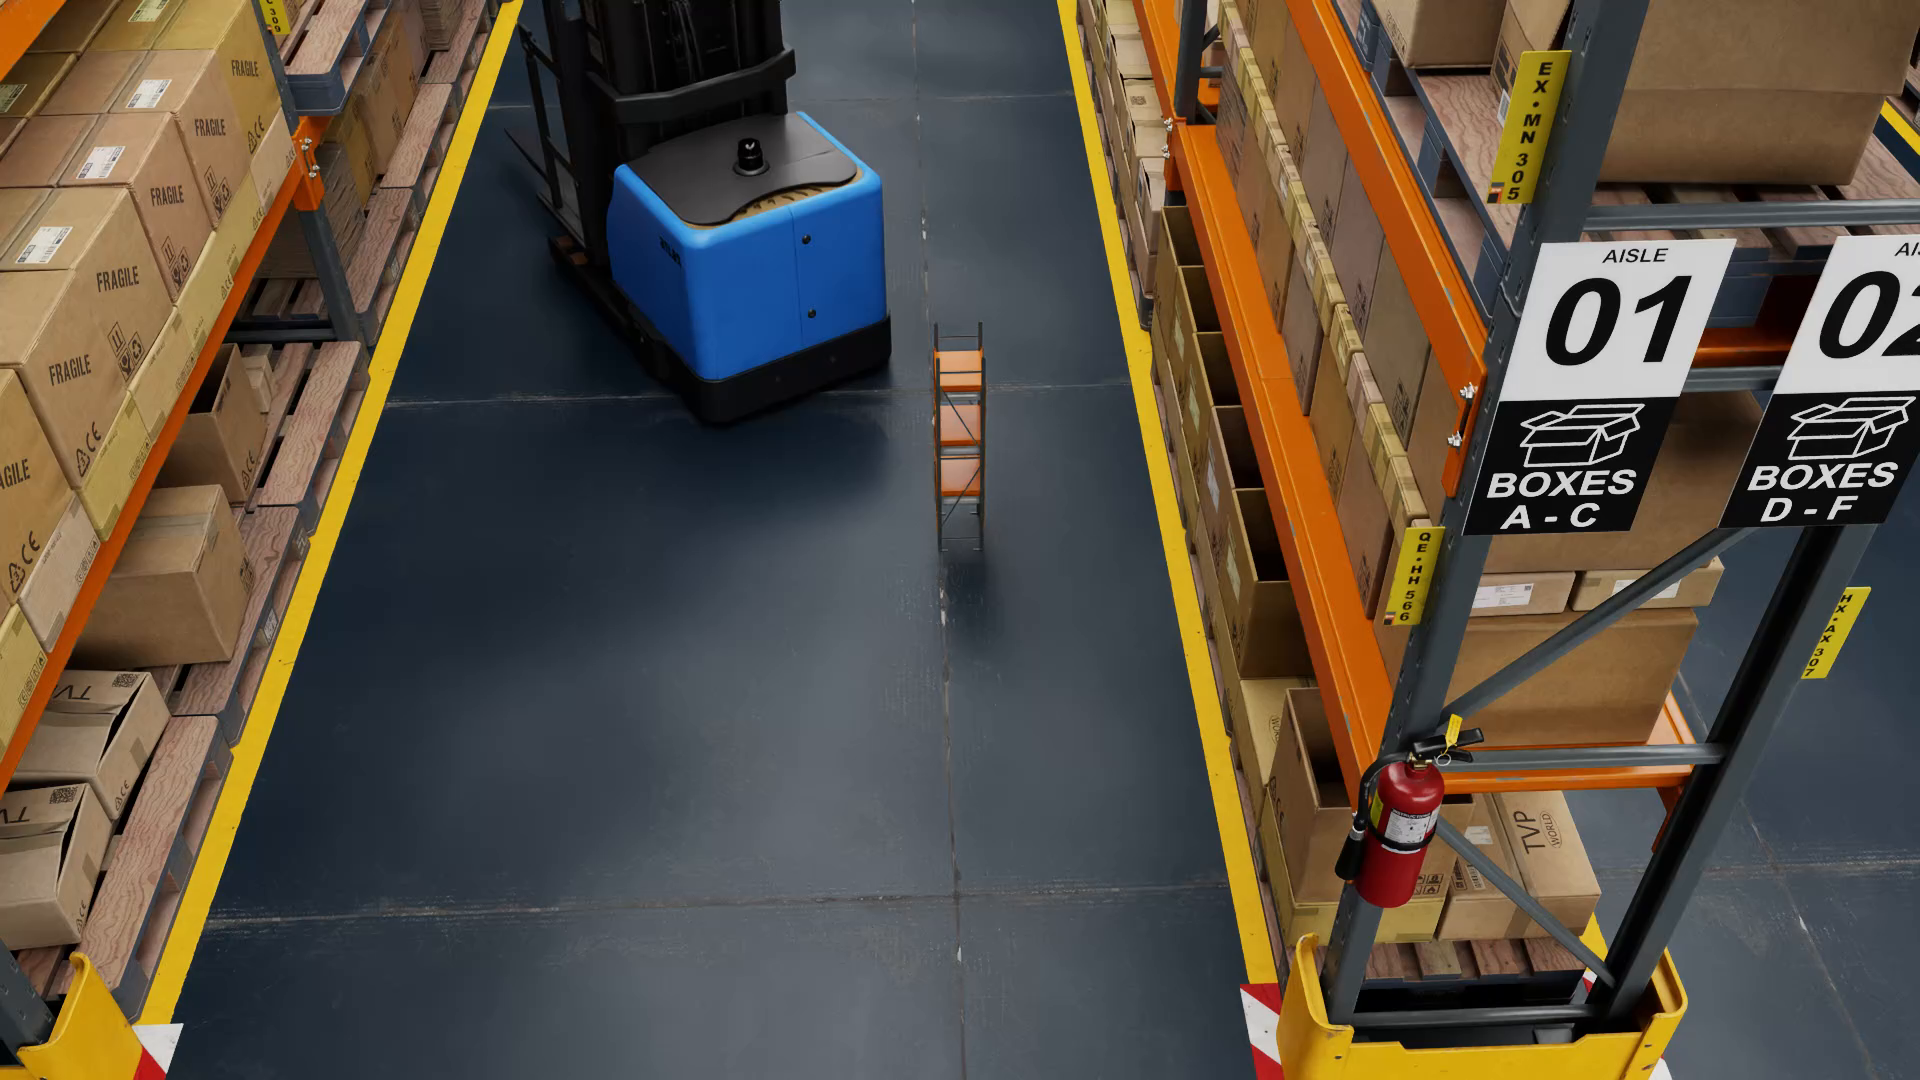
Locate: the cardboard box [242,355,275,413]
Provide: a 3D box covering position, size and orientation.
[{"bbox_3d":[-3.417,-0.714,7.730,0.380,0.166,0.250,-7,43,-7],"label":"cardboard box"}]

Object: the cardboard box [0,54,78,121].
[{"bbox_3d":[-3.640,-1.513,6.371,0.500,0.500,0.500,-2,43,-2],"label":"cardboard box"}]

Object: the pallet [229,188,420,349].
[{"bbox_3d":[-3.504,-1.454,8.830,1.003,0.211,1.213,-2,43,-2],"label":"pallet"}]

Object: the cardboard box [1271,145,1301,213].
[{"bbox_3d":[1.356,-1.321,6.066,0.380,0.149,0.250,-3,43,-3],"label":"cardboard box"}]

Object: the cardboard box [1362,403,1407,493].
[{"bbox_3d":[1.419,-0.279,4.930,0.380,0.149,0.250,-2,43,-2],"label":"cardboard box"}]

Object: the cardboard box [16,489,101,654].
[{"bbox_3d":[-3.040,0.103,5.164,0.500,0.250,0.500,-3,43,-3],"label":"cardboard box"}]

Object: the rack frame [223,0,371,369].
[{"bbox_3d":[-3.470,-1.957,7.314,1.000,3.000,0.127,-2,43,-2],"label":"rack frame"}]

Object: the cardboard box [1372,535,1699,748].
[{"bbox_3d":[1.642,0.247,4.837,0.700,0.500,0.500,-2,43,-2],"label":"cardboard box"}]

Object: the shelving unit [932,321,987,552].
[{"bbox_3d":[-0.002,-0.423,7.084,0.215,1.050,0.252,-2,43,-2],"label":"shelving unit"}]

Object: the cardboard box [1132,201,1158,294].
[{"bbox_3d":[1.172,-1.514,8.556,0.500,0.250,0.500,-2,43,-2],"label":"cardboard box"}]

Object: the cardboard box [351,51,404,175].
[{"bbox_3d":[-3.571,-2.387,9.308,0.700,0.500,0.500,-1,43,-1],"label":"cardboard box"}]

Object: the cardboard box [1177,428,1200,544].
[{"bbox_3d":[1.228,-0.245,7.172,0.500,0.250,0.500,-2,43,-2],"label":"cardboard box"}]

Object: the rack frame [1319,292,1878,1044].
[{"bbox_3d":[1.649,0.599,4.526,1.000,3.000,0.127,-2,43,-2],"label":"rack frame"}]

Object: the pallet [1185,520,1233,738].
[{"bbox_3d":[1.526,0.290,6.927,1.003,0.211,1.213,-2,43,-2],"label":"pallet"}]

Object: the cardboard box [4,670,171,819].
[{"bbox_3d":[-3.264,0.718,6.061,0.500,0.311,0.500,2,43,2],"label":"cardboard box"}]

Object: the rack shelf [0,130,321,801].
[{"bbox_3d":[-3.385,-0.341,6.085,1.077,0.370,4.000,-2,43,-2],"label":"rack shelf"}]

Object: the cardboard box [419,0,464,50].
[{"bbox_3d":[-3.557,-3.413,10.428,0.700,0.500,0.500,-1,43,-1],"label":"cardboard box"}]

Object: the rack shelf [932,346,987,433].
[{"bbox_3d":[-0.002,-0.625,6.900,0.215,0.259,0.240,-2,43,-2],"label":"rack shelf"}]

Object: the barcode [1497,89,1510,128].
[{"bbox_3d":[1.154,-0.911,3.524,0.001,0.075,0.075,-2,43,-2],"label":"barcode"}]

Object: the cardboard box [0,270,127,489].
[{"bbox_3d":[-3.047,-0.499,5.265,0.500,0.500,0.500,-3,43,-3],"label":"cardboard box"}]

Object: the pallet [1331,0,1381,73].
[{"bbox_3d":[1.590,-1.778,4.965,1.003,0.211,1.213,-2,43,-2],"label":"pallet"}]

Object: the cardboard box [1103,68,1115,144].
[{"bbox_3d":[1.110,-2.545,9.680,0.500,0.250,0.500,-1,43,-1],"label":"cardboard box"}]

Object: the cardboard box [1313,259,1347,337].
[{"bbox_3d":[1.386,-0.804,5.502,0.380,0.149,0.250,-1,43,-1],"label":"cardboard box"}]

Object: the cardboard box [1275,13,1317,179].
[{"bbox_3d":[1.548,-1.638,5.933,0.700,0.500,0.500,-2,43,-2],"label":"cardboard box"}]

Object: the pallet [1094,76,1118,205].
[{"bbox_3d":[1.354,-2.395,9.857,1.003,0.211,1.213,-2,43,-2],"label":"pallet"}]

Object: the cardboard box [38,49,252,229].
[{"bbox_3d":[-3.114,-1.538,6.399,0.500,0.500,0.500,-2,43,-2],"label":"cardboard box"}]

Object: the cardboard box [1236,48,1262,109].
[{"bbox_3d":[1.321,-1.847,6.640,0.380,0.149,0.250,-3,43,-3],"label":"cardboard box"}]

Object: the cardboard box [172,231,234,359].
[{"bbox_3d":[-3.097,-0.922,6.282,0.500,0.250,0.500,-2,43,-2],"label":"cardboard box"}]

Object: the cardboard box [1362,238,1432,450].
[{"bbox_3d":[1.612,-0.622,4.824,0.700,0.500,0.500,-3,43,-3],"label":"cardboard box"}]

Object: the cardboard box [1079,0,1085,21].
[{"bbox_3d":[1.038,-3.581,10.811,0.500,0.250,0.500,-2,43,-2],"label":"cardboard box"}]

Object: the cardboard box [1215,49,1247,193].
[{"bbox_3d":[1.504,-1.839,7.112,0.700,0.500,0.500,-3,43,-3],"label":"cardboard box"}]

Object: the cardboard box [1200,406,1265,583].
[{"bbox_3d":[1.252,-0.184,6.550,0.500,0.500,0.500,-2,43,-2],"label":"cardboard box"}]

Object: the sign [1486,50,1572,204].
[{"bbox_3d":[1.106,-0.798,3.234,0.100,0.325,0.005,-2,43,-2],"label":"sign"}]

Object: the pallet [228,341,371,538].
[{"bbox_3d":[-3.406,-0.476,7.763,1.003,0.211,1.213,-2,43,-2],"label":"pallet"}]

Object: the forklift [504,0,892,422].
[{"bbox_3d":[-1.565,-2.610,8.078,1.130,2.935,3.031,-24,48,-24],"label":"forklift"}]

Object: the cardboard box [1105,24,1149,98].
[{"bbox_3d":[1.111,-2.742,9.480,0.500,0.311,0.500,-2,43,-2],"label":"cardboard box"}]

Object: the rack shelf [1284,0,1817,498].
[{"bbox_3d":[1.564,-1.592,5.229,1.077,0.370,4.000,-2,43,-2],"label":"rack shelf"}]

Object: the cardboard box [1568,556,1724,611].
[{"bbox_3d":[1.848,0.052,4.569,0.380,0.149,0.250,-2,43,-2],"label":"cardboard box"}]

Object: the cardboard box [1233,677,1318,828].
[{"bbox_3d":[1.298,0.767,6.067,0.500,0.250,0.500,-2,43,-2],"label":"cardboard box"}]

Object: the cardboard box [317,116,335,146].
[{"bbox_3d":[-3.540,-2.267,8.623,0.500,0.250,0.500,-2,43,-3],"label":"cardboard box"}]

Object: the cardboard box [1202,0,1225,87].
[{"bbox_3d":[1.415,-2.377,7.884,0.500,0.250,0.500,1,43,1],"label":"cardboard box"}]

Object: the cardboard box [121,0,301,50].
[{"bbox_3d":[-3.457,-2.500,7.508,0.700,0.500,0.500,-2,43,-2],"label":"cardboard box"}]

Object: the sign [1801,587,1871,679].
[{"bbox_3d":[2.204,0.239,4.220,0.100,0.325,0.005,-2,43,-2],"label":"sign"}]

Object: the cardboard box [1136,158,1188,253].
[{"bbox_3d":[1.176,-1.714,8.359,0.500,0.311,0.500,-2,43,-2],"label":"cardboard box"}]

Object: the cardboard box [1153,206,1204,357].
[{"bbox_3d":[1.186,-1.197,7.655,0.500,0.500,0.500,-2,43,-2],"label":"cardboard box"}]

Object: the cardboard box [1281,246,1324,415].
[{"bbox_3d":[1.574,-0.798,5.977,0.700,0.500,0.500,0,43,-1],"label":"cardboard box"}]
